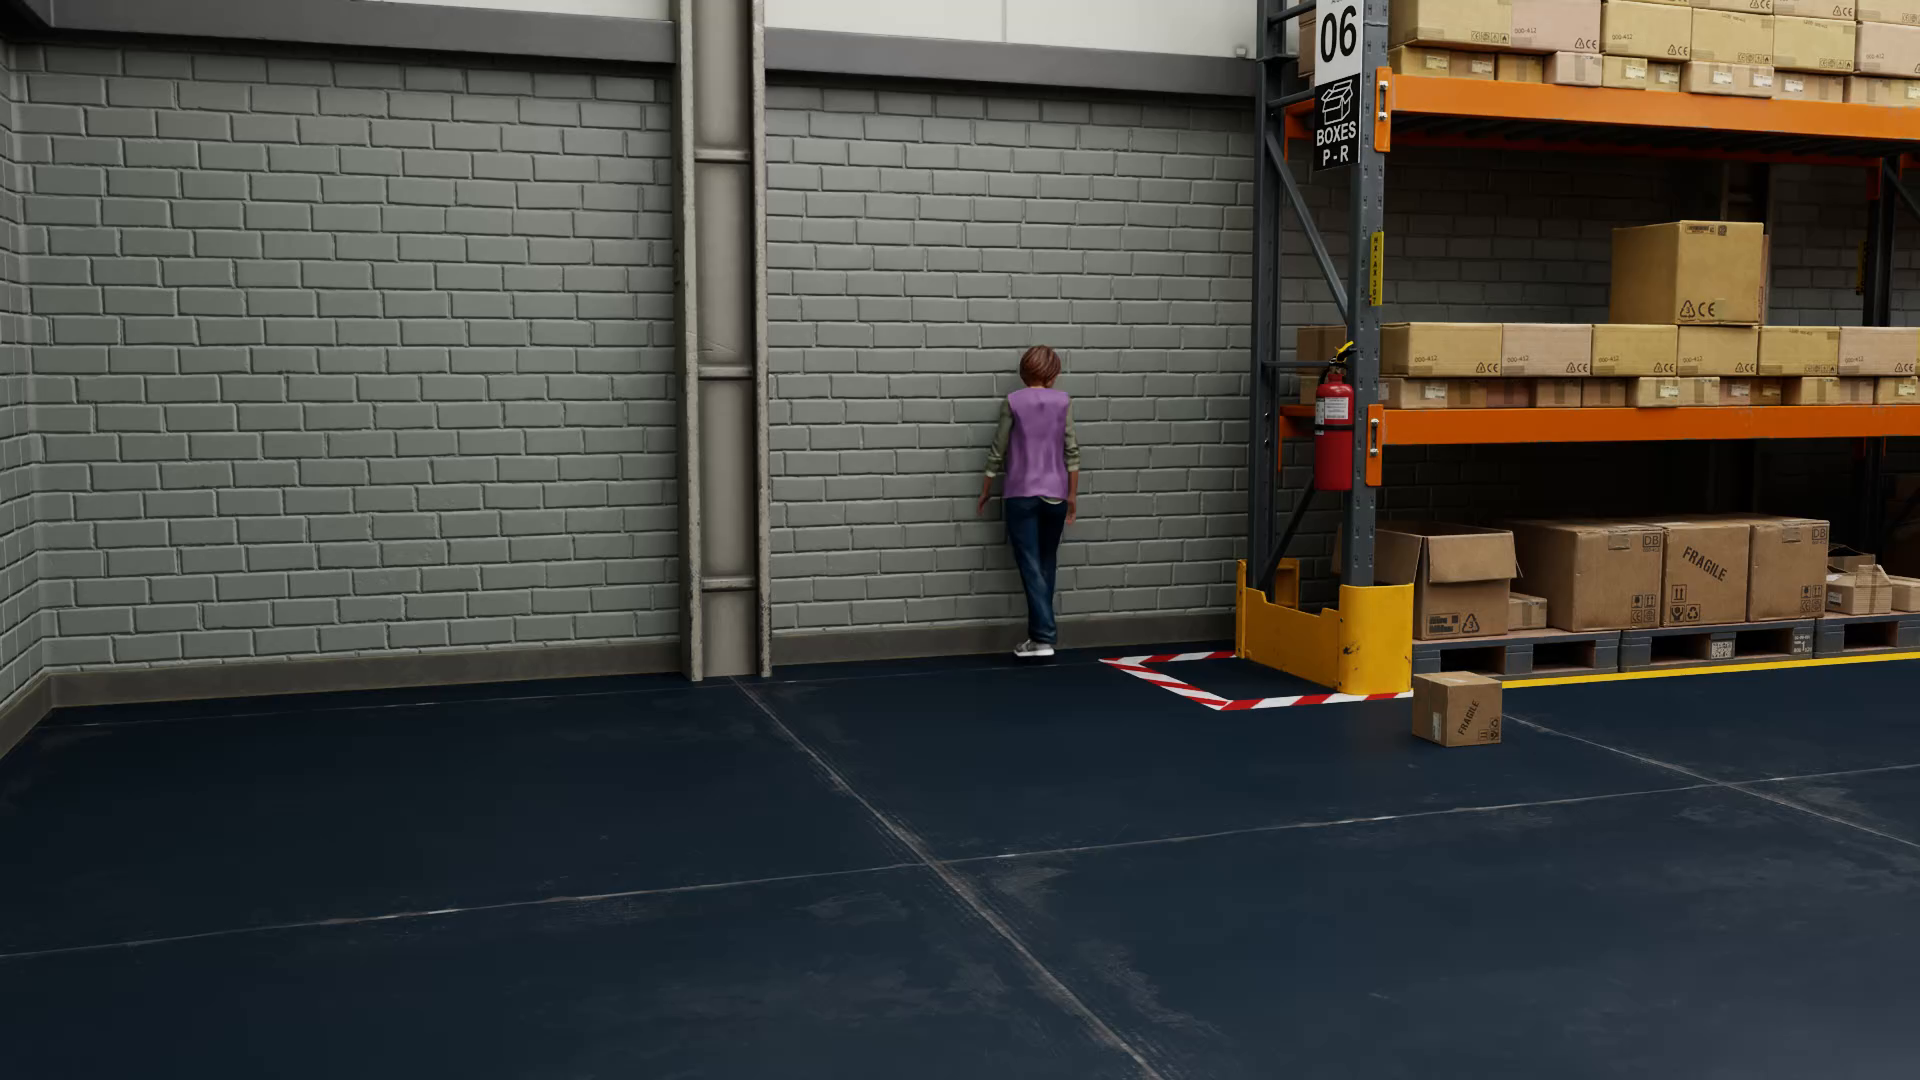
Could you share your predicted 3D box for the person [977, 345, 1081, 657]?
[{"bbox_3d":[0.345,-0.202,8.564,0.464,1.569,0.694,-2,6,-18],"label":"person"}]
